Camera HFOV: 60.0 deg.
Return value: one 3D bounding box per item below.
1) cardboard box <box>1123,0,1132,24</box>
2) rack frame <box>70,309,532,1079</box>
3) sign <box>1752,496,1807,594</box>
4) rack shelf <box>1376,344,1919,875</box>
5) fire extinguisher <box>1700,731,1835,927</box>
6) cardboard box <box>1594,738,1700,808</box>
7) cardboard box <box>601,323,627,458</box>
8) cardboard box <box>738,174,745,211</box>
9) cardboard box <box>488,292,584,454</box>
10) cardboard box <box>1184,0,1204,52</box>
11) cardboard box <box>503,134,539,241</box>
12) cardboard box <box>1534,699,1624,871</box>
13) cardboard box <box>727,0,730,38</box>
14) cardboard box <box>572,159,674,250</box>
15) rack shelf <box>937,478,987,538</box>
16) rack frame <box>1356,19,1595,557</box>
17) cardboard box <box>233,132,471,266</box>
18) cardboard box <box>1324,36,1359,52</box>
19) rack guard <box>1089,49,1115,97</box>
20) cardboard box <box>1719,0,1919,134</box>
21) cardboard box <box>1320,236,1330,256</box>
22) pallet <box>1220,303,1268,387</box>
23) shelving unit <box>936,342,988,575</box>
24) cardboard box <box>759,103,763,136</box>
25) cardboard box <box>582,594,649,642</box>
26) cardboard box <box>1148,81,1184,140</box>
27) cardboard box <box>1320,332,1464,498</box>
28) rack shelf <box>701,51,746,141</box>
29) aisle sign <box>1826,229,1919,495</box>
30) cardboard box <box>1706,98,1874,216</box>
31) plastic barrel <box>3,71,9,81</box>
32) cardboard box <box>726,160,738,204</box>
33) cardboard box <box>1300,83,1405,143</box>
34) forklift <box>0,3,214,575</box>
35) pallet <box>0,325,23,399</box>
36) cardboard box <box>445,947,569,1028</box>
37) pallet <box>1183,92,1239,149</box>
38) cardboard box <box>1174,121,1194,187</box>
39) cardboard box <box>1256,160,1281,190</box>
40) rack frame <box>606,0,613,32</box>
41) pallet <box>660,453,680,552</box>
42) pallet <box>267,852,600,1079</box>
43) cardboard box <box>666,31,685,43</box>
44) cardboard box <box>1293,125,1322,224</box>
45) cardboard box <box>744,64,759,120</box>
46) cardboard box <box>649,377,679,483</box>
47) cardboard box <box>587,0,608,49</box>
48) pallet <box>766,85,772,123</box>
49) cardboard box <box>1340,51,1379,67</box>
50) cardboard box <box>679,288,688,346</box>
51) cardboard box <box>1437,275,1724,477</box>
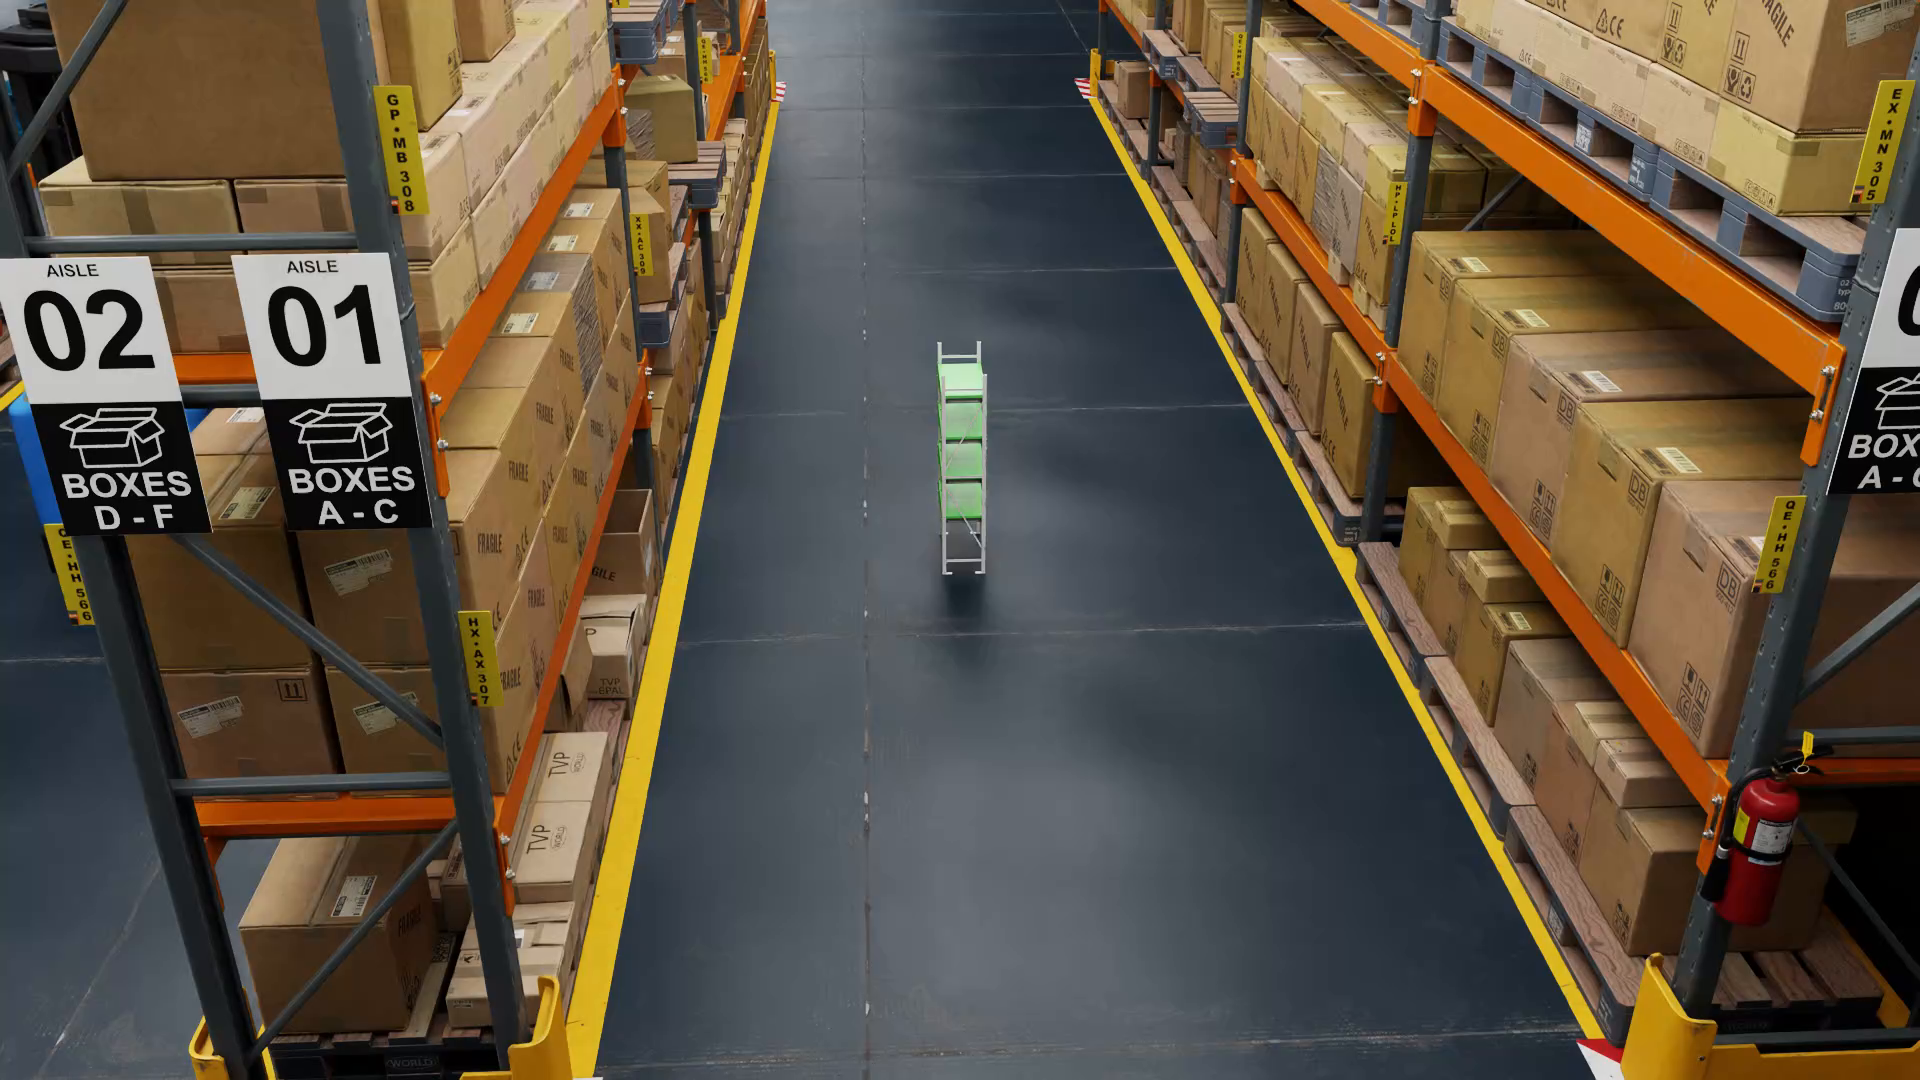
[{"bbox_3d":[1.979,-5.530,17.250,0.500,0.250,0.500,-2,28,-3],"label":"cardboard box"},{"bbox_3d":[-1.955,0.749,5.070,1.000,3.000,0.127,-1,28,-3],"label":"rack frame"},{"bbox_3d":[2.449,0.016,4.968,0.100,0.325,0.005,-1,28,-3],"label":"sign"},{"bbox_3d":[2.888,0.023,7.240,1.077,0.370,4.000,-1,28,-3],"label":"rack shelf"},{"bbox_3d":[2.539,0.908,5.252,0.296,0.674,0.183,-1,28,-3],"label":"fire extinguisher"},{"bbox_3d":[2.667,0.886,6.354,0.380,0.149,0.250,-2,28,-3],"label":"cardboard box"},{"bbox_3d":[-1.853,-0.680,7.702,0.500,0.500,0.500,-1,28,-1],"label":"cardboard box"},{"bbox_3d":[-2.218,-3.105,14.980,0.500,0.250,0.500,-1,28,-2],"label":"cardboard box"},{"bbox_3d":[-1.798,-0.657,6.577,0.500,0.500,0.500,-2,28,-3],"label":"cardboard box"},{"bbox_3d":[2.380,-4.659,14.856,0.700,0.500,0.500,1,28,3],"label":"cardboard box"},{"bbox_3d":[-1.769,-1.220,5.764,0.500,0.250,0.500,-1,28,-3],"label":"cardboard box"},{"bbox_3d":[2.829,0.998,6.842,0.700,0.500,0.500,-1,28,-3],"label":"cardboard box"},{"bbox_3d":[-2.645,-5.285,16.532,0.700,0.500,0.500,-2,28,-3],"label":"cardboard box"},{"bbox_3d":[-2.064,-1.869,9.528,0.700,0.500,0.500,3,28,5],"label":"cardboard box"},{"bbox_3d":[0.009,-0.186,9.467,0.258,0.148,0.480,-1,28,-3],"label":"rack shelf"},{"bbox_3d":[2.783,-1.220,8.845,1.000,3.000,0.127,-1,28,-3],"label":"rack frame"},{"bbox_3d":[-1.722,-0.980,4.763,0.500,0.250,0.500,-1,28,-3],"label":"cardboard box"},{"bbox_3d":[2.857,-3.381,11.727,0.500,0.250,0.500,-1,28,-1],"label":"cardboard box"},{"bbox_3d":[2.161,-5.618,19.981,1.175,0.500,0.348,-1,28,-3],"label":"rack guard"},{"bbox_3d":[2.681,-1.530,4.986,0.500,0.500,0.500,-1,28,-3],"label":"cardboard box"},{"bbox_3d":[2.460,-1.854,10.311,0.380,0.149,0.250,-2,28,-4],"label":"cardboard box"},{"bbox_3d":[2.540,-1.465,12.330,1.003,0.211,1.213,-1,28,-3],"label":"pallet"},{"bbox_3d":[0.009,-0.456,9.326,0.258,1.200,0.503,-1,28,-3],"label":"shelving unit"},{"bbox_3d":[-2.345,-4.443,17.545,0.500,0.250,0.500,-1,28,-3],"label":"cardboard box"},{"bbox_3d":[-1.771,0.399,8.349,0.380,0.149,0.250,-1,28,-3],"label":"cardboard box"},{"bbox_3d":[2.271,-4.479,17.322,0.500,0.500,0.500,-3,28,-7],"label":"cardboard box"},{"bbox_3d":[2.619,-0.750,9.814,0.750,0.750,0.750,-1,28,-2],"label":"cardboard box"},{"bbox_3d":[-2.477,-3.550,14.091,1.077,0.370,4.000,-1,28,-3],"label":"rack shelf"},{"bbox_3d":[2.696,-0.484,4.624,0.394,0.787,0.004,-1,28,-3],"label":"aisle sign"},{"bbox_3d":[2.689,-1.198,5.160,0.500,0.250,0.500,-1,28,-1],"label":"cardboard box"},{"bbox_3d":[-7.608,-3.542,13.176,0.421,0.512,0.421,0,28,0],"label":"plastic barrel"},{"bbox_3d":[-2.194,-3.126,14.412,0.500,0.311,0.500,-2,28,-3],"label":"cardboard box"},{"bbox_3d":[2.432,-2.654,10.332,0.500,0.250,0.500,-2,28,-4],"label":"cardboard box"},{"bbox_3d":[-4.642,-1.749,9.934,1.130,2.935,3.031,-2,28,-3],"label":"forklift"},{"bbox_3d":[-7.236,-1.228,11.876,1.003,0.211,1.213,-1,28,-3],"label":"pallet"},{"bbox_3d":[-1.633,1.616,6.014,0.380,0.149,0.250,-1,28,-3],"label":"cardboard box"},{"bbox_3d":[2.431,-3.308,13.057,1.213,0.211,1.003,-1,28,-3],"label":"pallet"},{"bbox_3d":[2.420,-3.661,15.754,0.700,0.500,0.500,0,28,-1],"label":"cardboard box"},{"bbox_3d":[2.294,-2.565,11.675,0.380,0.149,0.250,-1,28,-1],"label":"cardboard box"},{"bbox_3d":[-2.164,-3.758,7.225,1.000,3.000,0.127,-1,28,-3],"label":"rack frame"},{"bbox_3d":[-2.244,-0.236,9.975,1.003,0.211,1.213,-1,28,-3],"label":"pallet"},{"bbox_3d":[-2.001,1.582,6.488,1.003,0.211,1.213,-1,28,-3],"label":"pallet"},{"bbox_3d":[-2.504,-4.007,14.082,0.500,0.500,0.500,-1,28,-3],"label":"cardboard box"},{"bbox_3d":[2.422,-2.310,10.484,0.500,0.500,0.500,-1,28,-1],"label":"cardboard box"},{"bbox_3d":[-2.327,-4.545,16.928,0.500,0.500,0.500,-1,28,-3],"label":"cardboard box"},{"bbox_3d":[-1.984,-0.660,10.000,0.500,0.500,0.500,-1,28,-2],"label":"cardboard box"},{"bbox_3d":[-1.867,-2.365,7.419,0.500,0.250,0.500,-1,28,-3],"label":"cardboard box"},{"bbox_3d":[-2.708,-5.051,19.207,1.003,0.211,1.213,-1,28,-3],"label":"pallet"},{"bbox_3d":[2.880,-3.142,11.268,0.500,0.250,0.500,-2,28,-4],"label":"cardboard box"},{"bbox_3d":[-2.024,-1.440,10.684,0.500,0.250,0.500,-2,28,-4],"label":"cardboard box"},{"bbox_3d":[2.828,-0.764,7.648,0.980,0.700,0.700,-2,28,-4],"label":"cardboard box"}]
